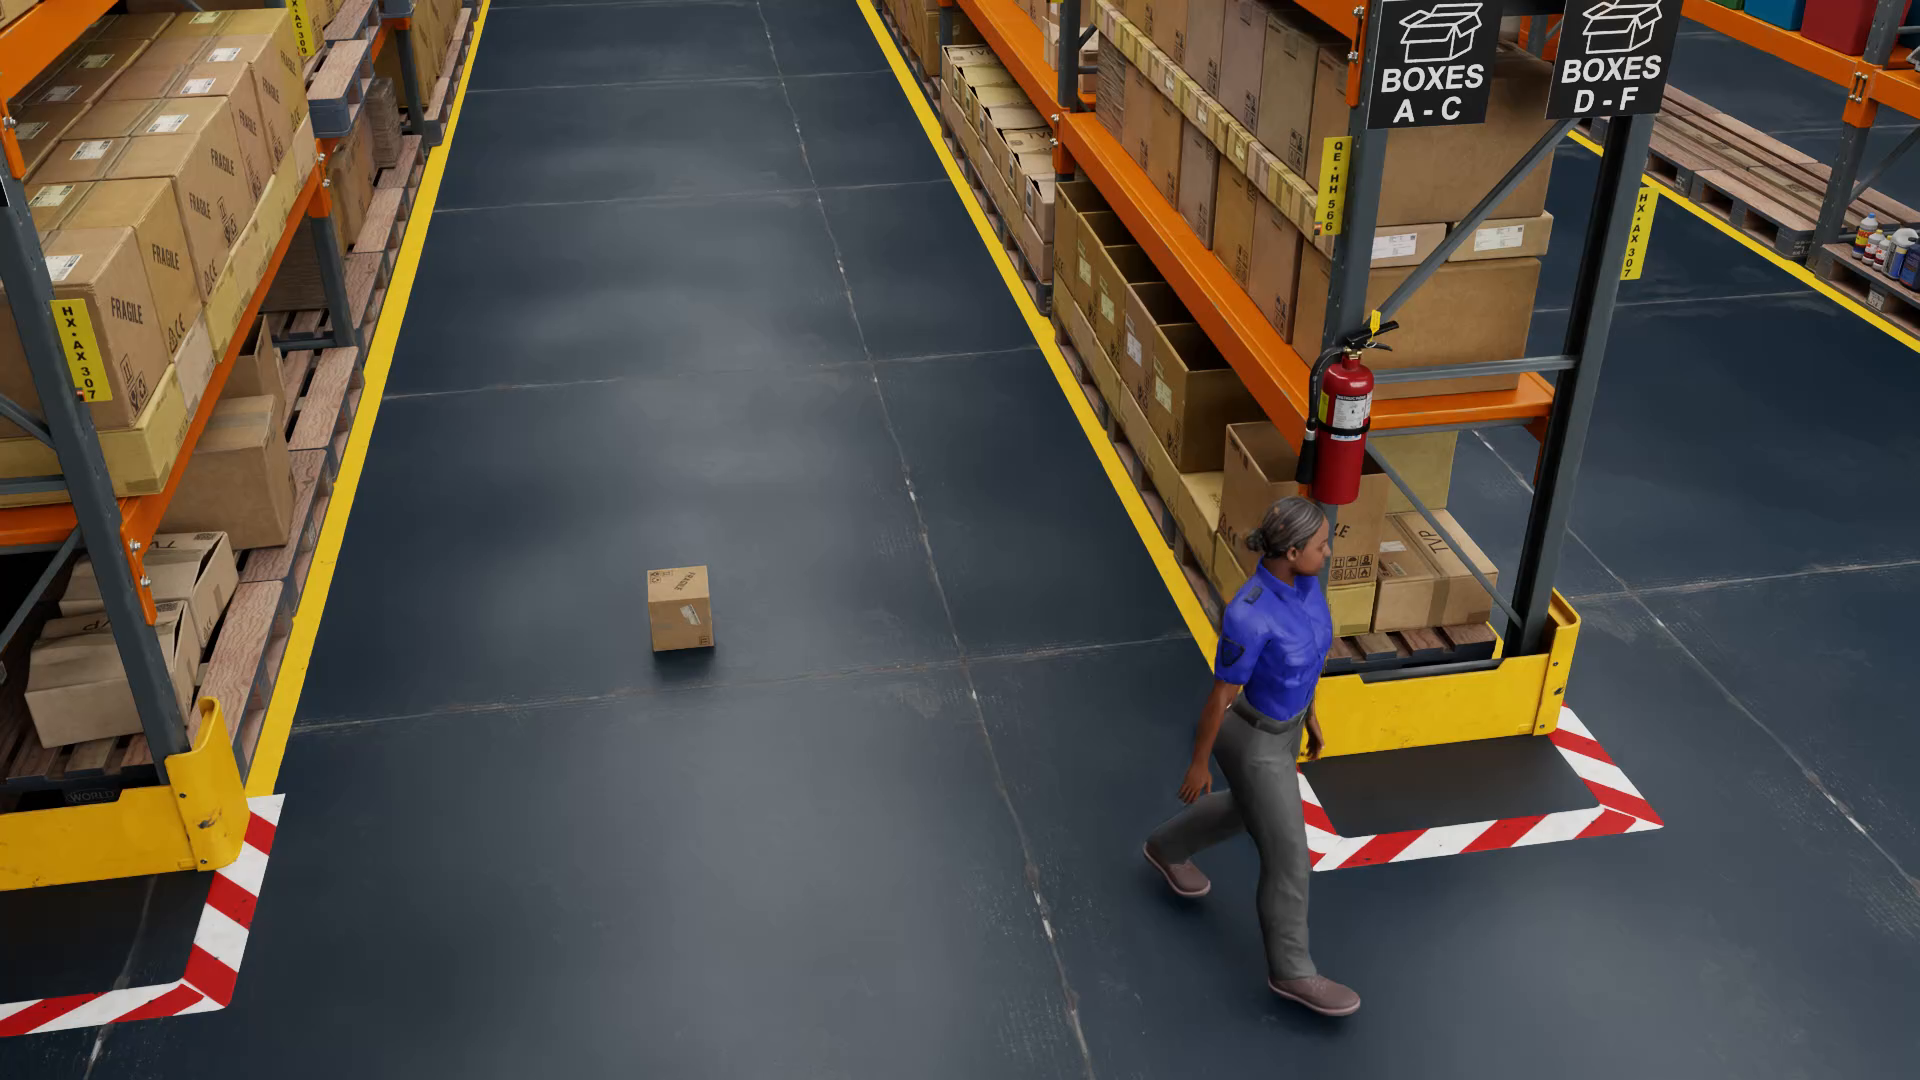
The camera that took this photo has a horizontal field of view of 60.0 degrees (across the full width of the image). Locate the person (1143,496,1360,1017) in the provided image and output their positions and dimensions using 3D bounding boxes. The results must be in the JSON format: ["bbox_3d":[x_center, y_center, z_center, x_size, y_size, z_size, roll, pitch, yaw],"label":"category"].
[{"bbox_3d":[0.960,0.606,5.120,0.894,1.599,0.528,19,36,28],"label":"person"}]
